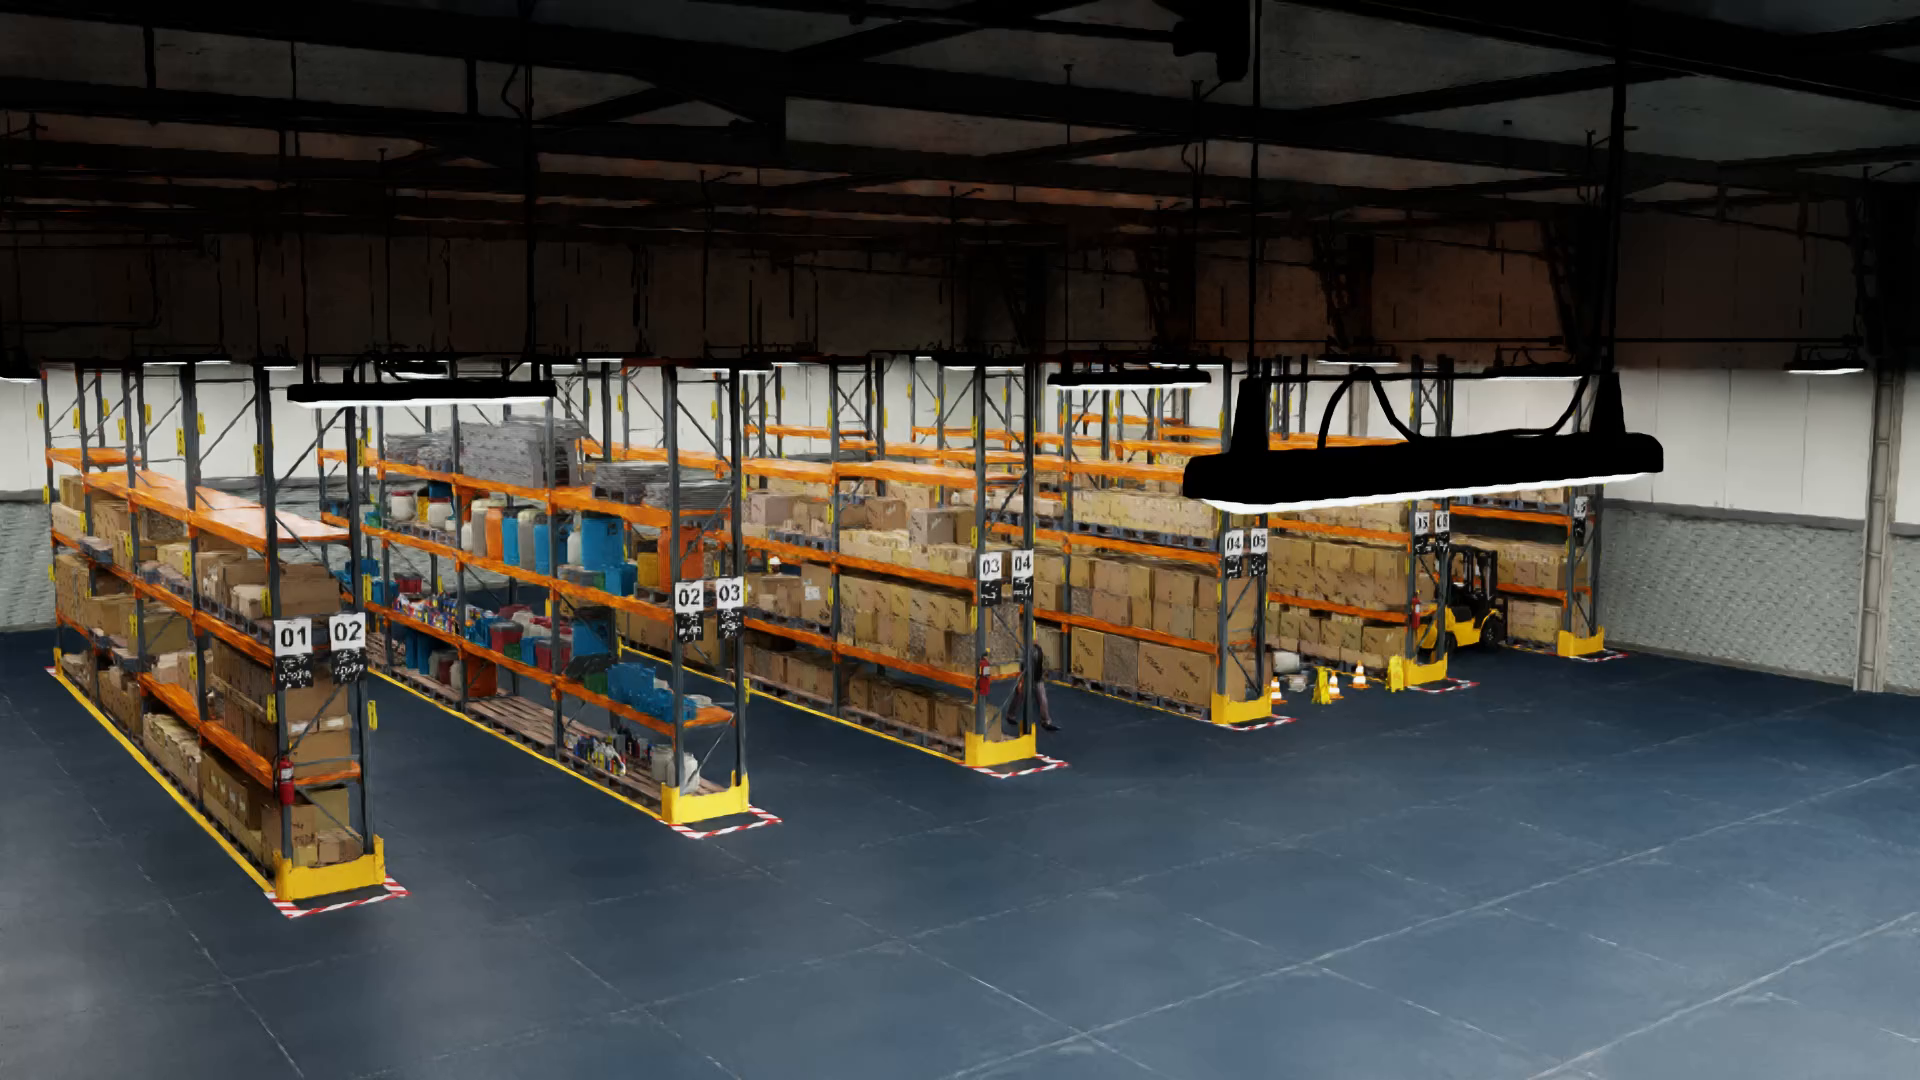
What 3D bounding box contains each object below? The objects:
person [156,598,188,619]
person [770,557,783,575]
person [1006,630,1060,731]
[{"bbox_3d":[-15.756,1.483,33.285,0.677,1.742,0.552,-5,9,-37],"label":"person"},{"bbox_3d":[-4.001,1.198,35.686,0.543,1.698,1.115,-5,8,-34],"label":"person"},{"bbox_3d":[1.138,2.264,27.037,0.543,1.647,1.115,-5,8,-34],"label":"person"}]
